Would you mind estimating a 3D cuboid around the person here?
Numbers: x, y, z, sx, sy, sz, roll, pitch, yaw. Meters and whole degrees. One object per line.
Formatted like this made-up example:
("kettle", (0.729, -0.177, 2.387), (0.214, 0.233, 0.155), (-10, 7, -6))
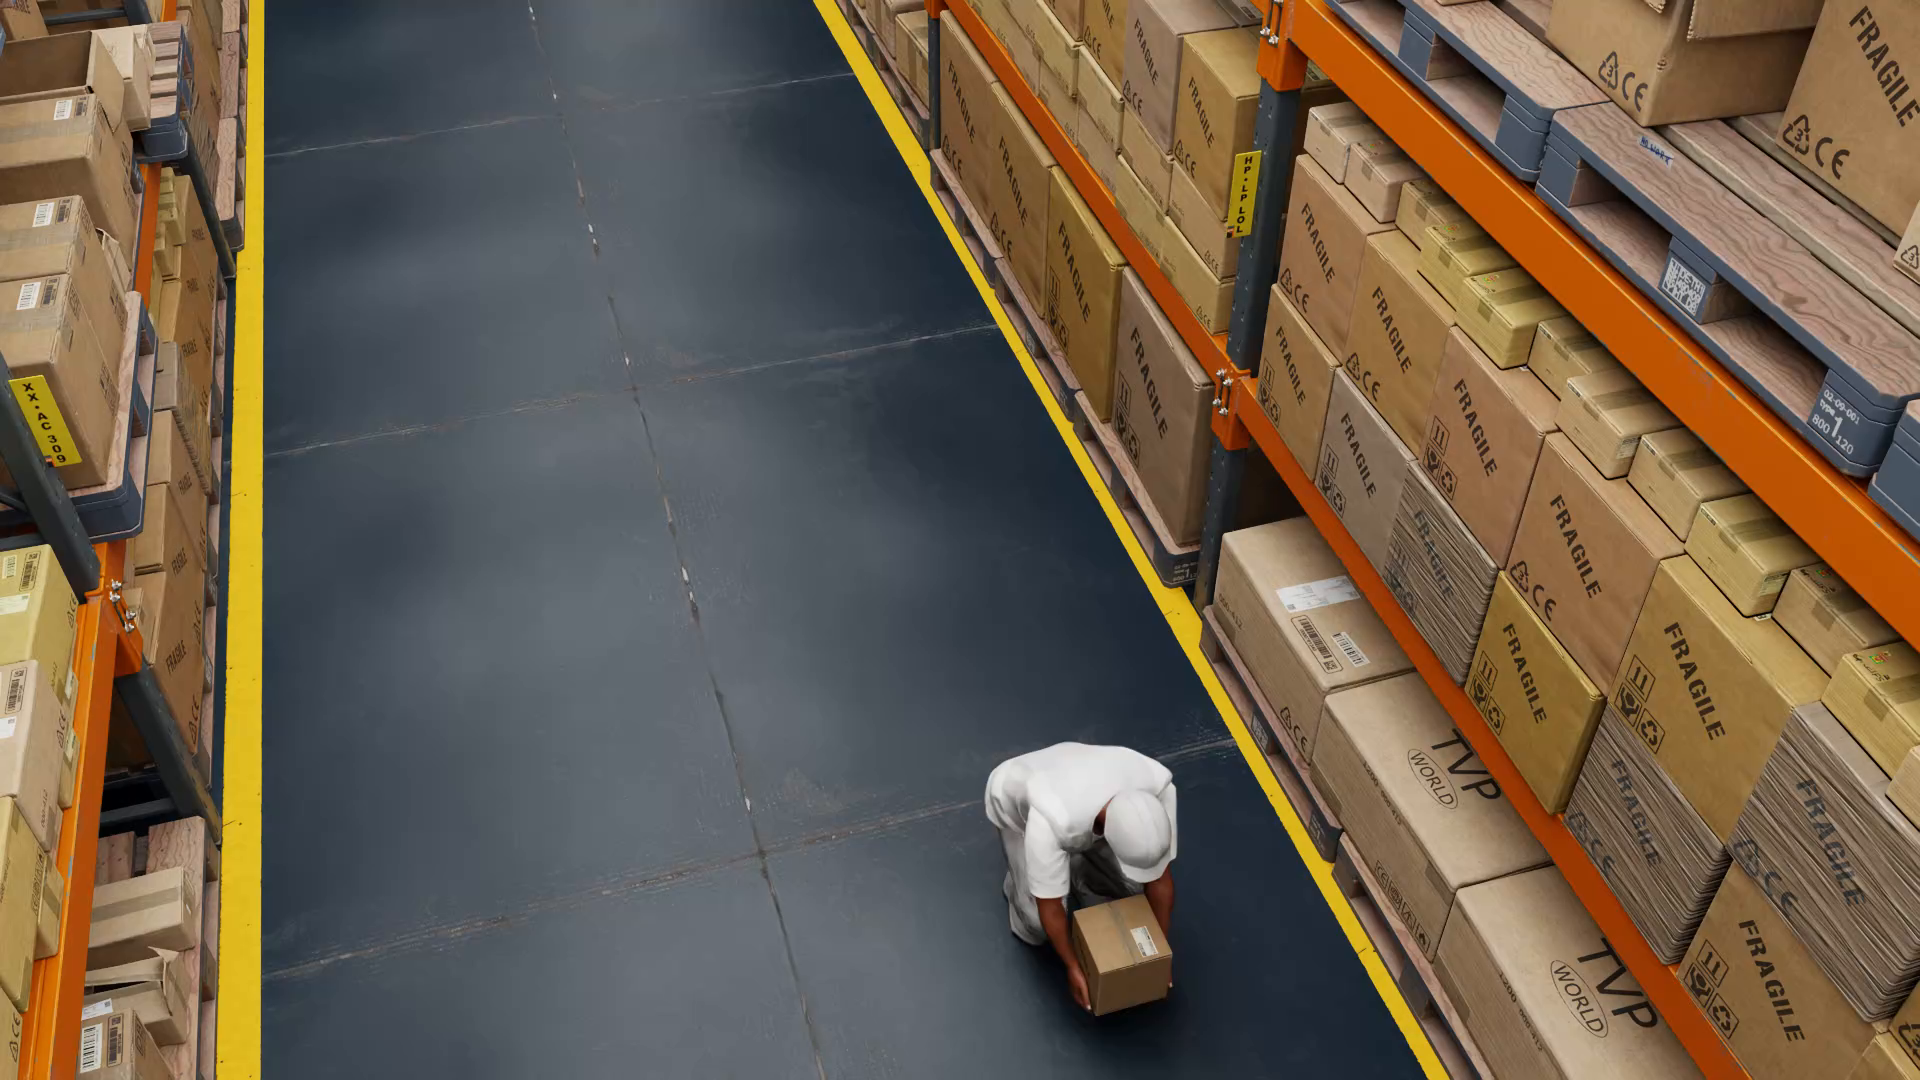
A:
("person", (0.438, 1.021, 5.580), (0.555, 1.010, 0.893), (-14, 44, -15))
